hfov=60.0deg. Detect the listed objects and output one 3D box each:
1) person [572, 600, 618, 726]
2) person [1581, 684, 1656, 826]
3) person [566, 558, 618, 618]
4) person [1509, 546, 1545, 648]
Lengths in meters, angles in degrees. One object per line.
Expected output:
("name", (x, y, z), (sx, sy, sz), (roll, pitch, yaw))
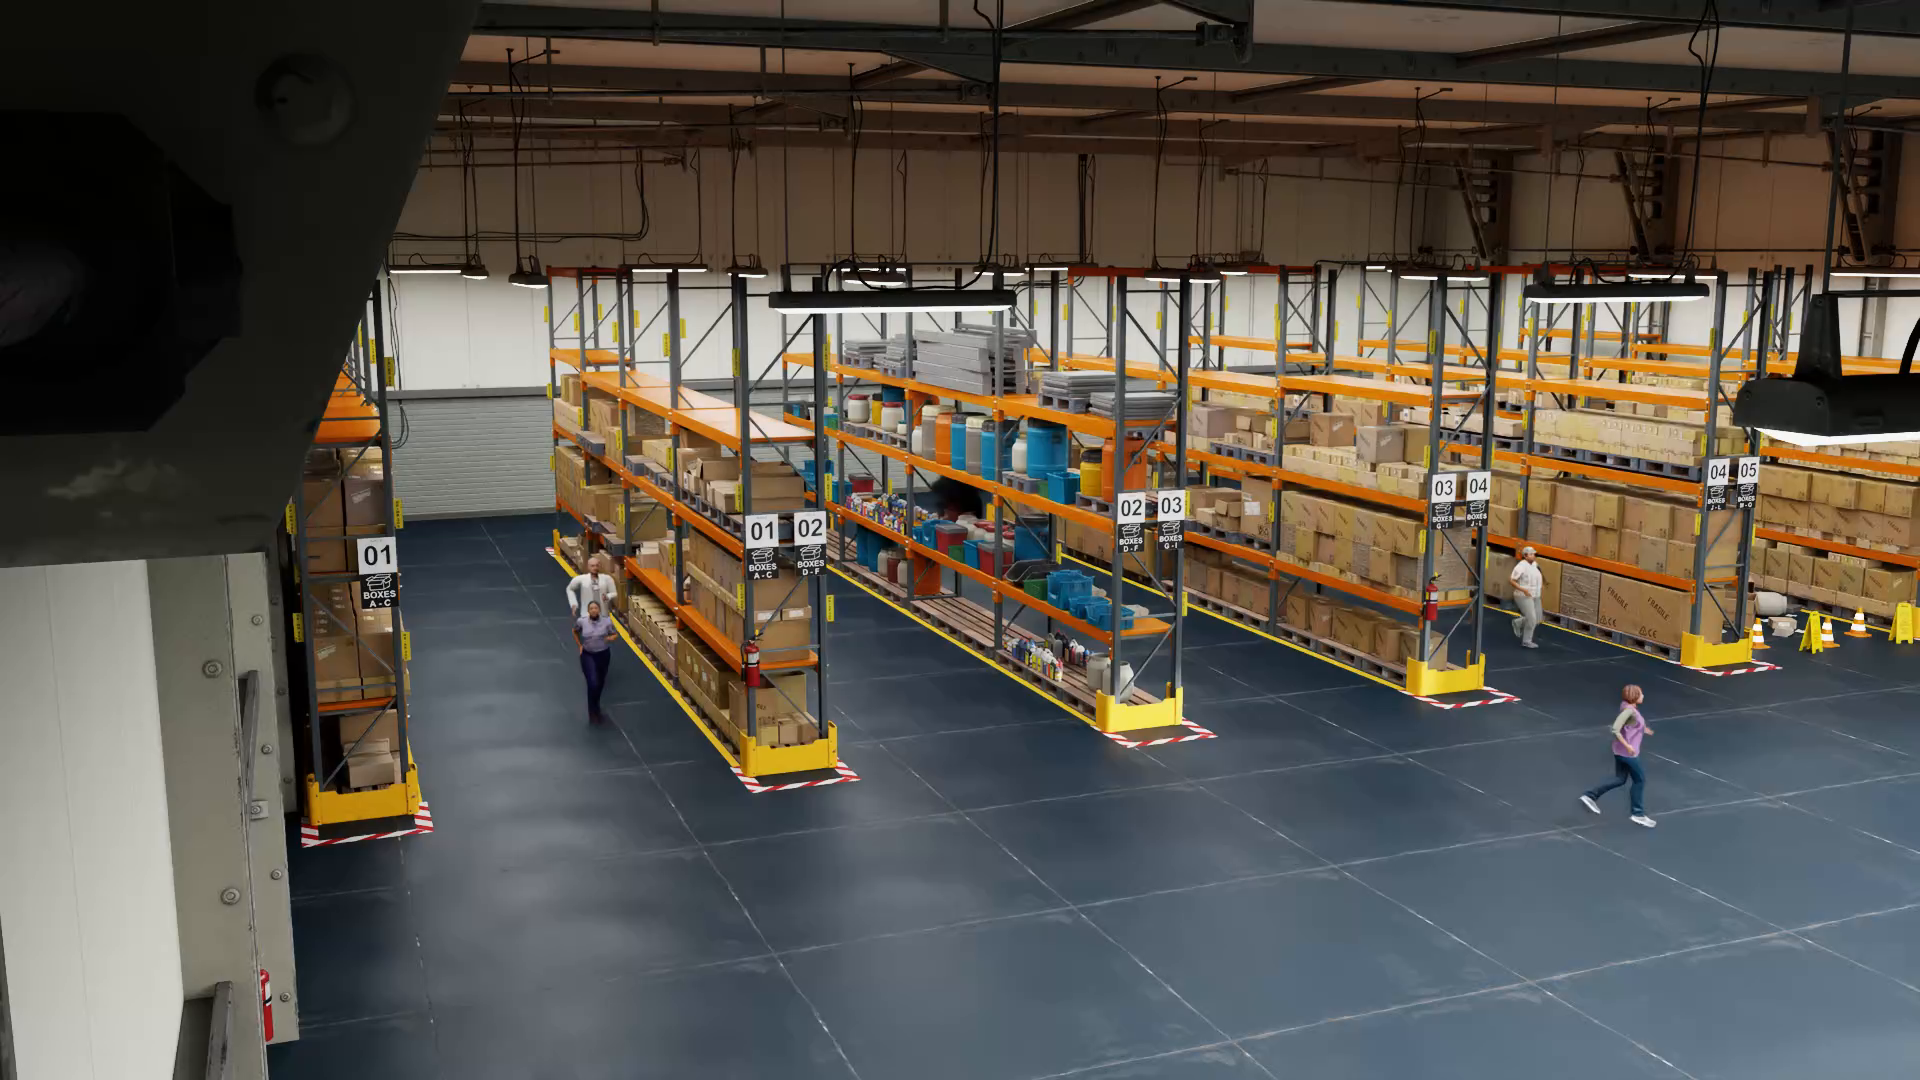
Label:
("person", (-4.932, 1.652, 22.597), (0.574, 1.707, 0.754), (-5, 11, -25))
("person", (7.354, 2.371, 18.472), (0.815, 1.606, 0.526), (2, 10, 11))
("person", (-5.448, 1.178, 24.813), (0.675, 1.846, 0.829), (-6, 11, -29))
("person", (9.118, 0.900, 26.821), (0.609, 1.618, 0.629), (-6, 12, -32))
